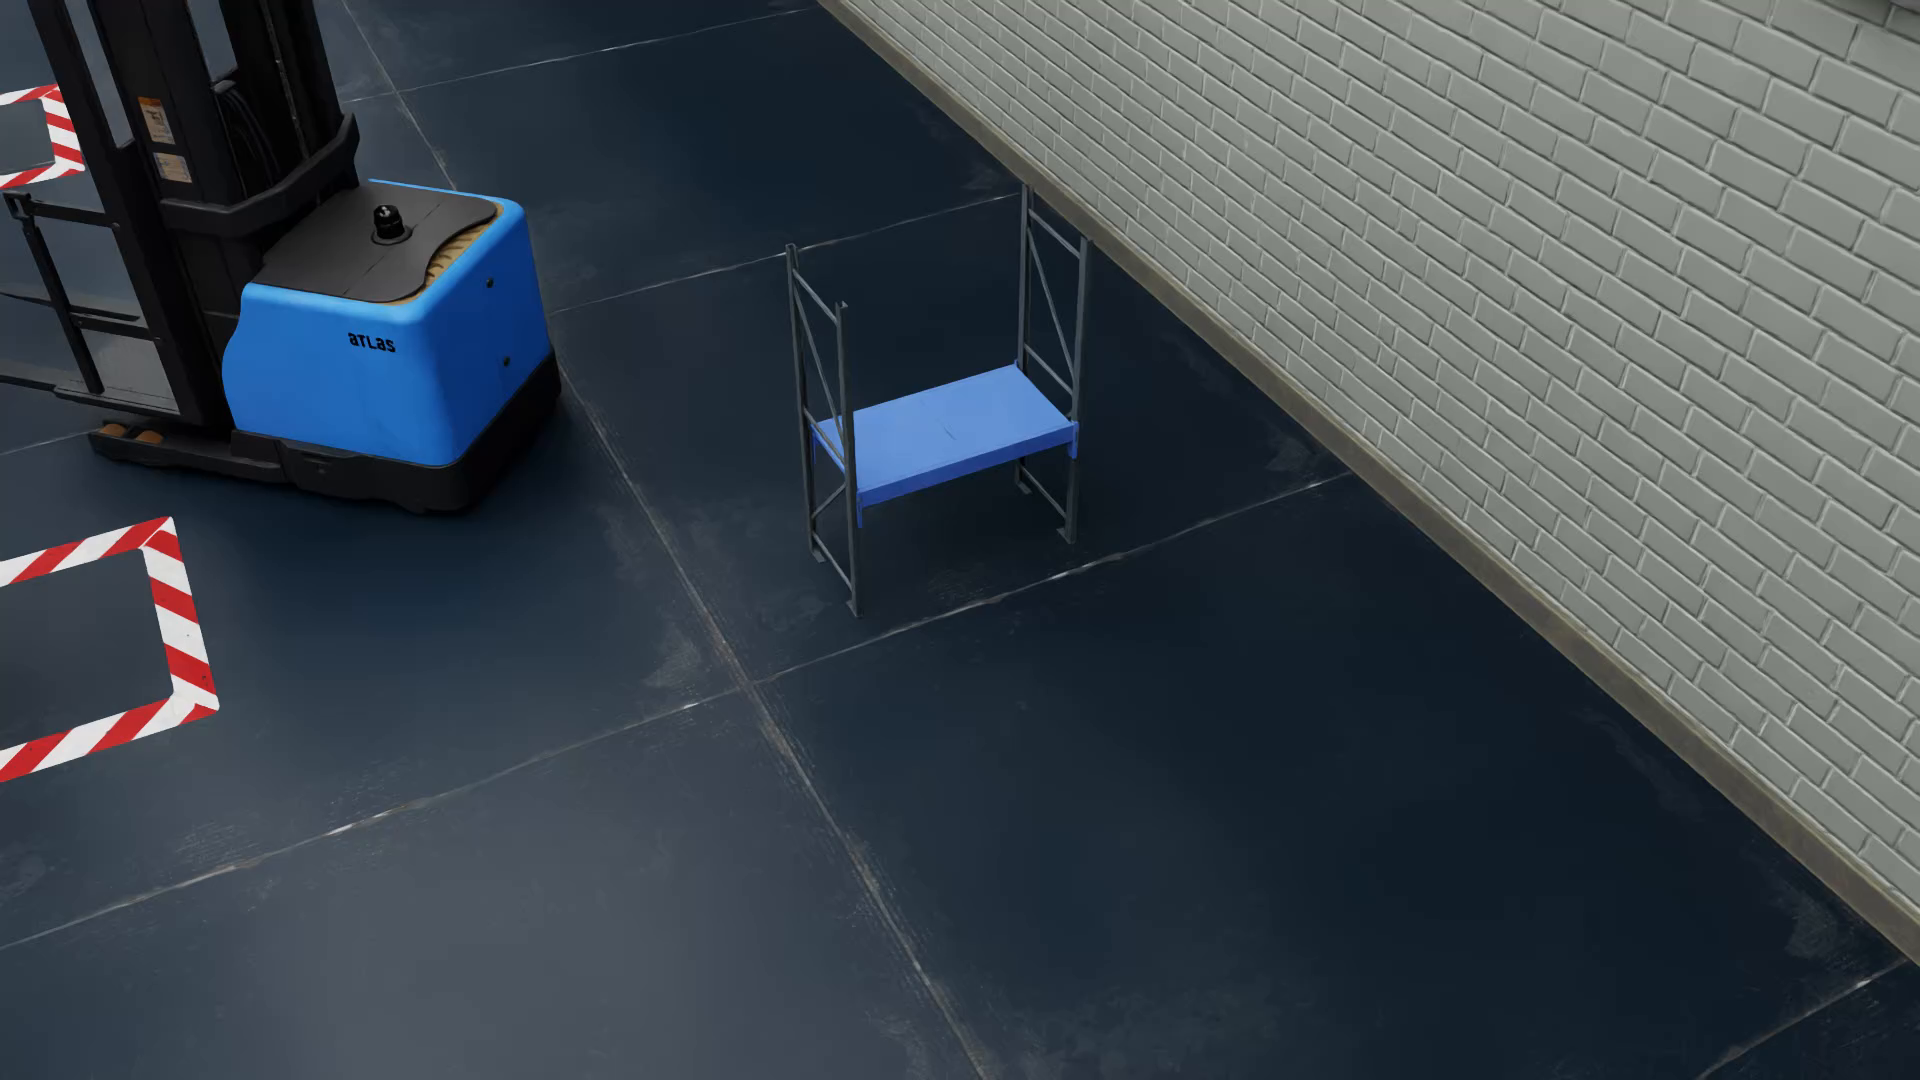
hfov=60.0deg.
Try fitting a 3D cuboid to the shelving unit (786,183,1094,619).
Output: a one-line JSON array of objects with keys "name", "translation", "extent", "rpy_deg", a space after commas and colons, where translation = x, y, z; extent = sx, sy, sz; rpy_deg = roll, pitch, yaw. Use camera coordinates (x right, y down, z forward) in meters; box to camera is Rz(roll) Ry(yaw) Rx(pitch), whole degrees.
[{"name": "shelving unit", "translation": [-0.076, -0.547, 6.735], "extent": [1.048, 1.500, 0.538], "rpy_deg": [-19, 44, -21]}]

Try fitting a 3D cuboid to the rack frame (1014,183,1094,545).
[{"name": "rack frame", "translation": [0.375, -0.699, 6.915], "extent": [0.032, 1.500, 0.500], "rpy_deg": [-19, 44, -21]}]

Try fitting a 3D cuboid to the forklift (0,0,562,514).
[{"name": "forklift", "translation": [-3.488, -1.770, 7.072], "extent": [3.031, 2.935, 1.130], "rpy_deg": [11, 41, 12]}]

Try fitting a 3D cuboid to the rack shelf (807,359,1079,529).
[{"name": "rack shelf", "translation": [-0.076, -0.410, 6.852], "extent": [1.000, 0.185, 0.538], "rpy_deg": [-19, 44, -21]}]

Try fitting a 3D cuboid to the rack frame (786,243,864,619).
[{"name": "rack frame", "translation": [-0.527, -0.395, 6.556], "extent": [0.032, 1.500, 0.500], "rpy_deg": [-19, 44, -21]}]
